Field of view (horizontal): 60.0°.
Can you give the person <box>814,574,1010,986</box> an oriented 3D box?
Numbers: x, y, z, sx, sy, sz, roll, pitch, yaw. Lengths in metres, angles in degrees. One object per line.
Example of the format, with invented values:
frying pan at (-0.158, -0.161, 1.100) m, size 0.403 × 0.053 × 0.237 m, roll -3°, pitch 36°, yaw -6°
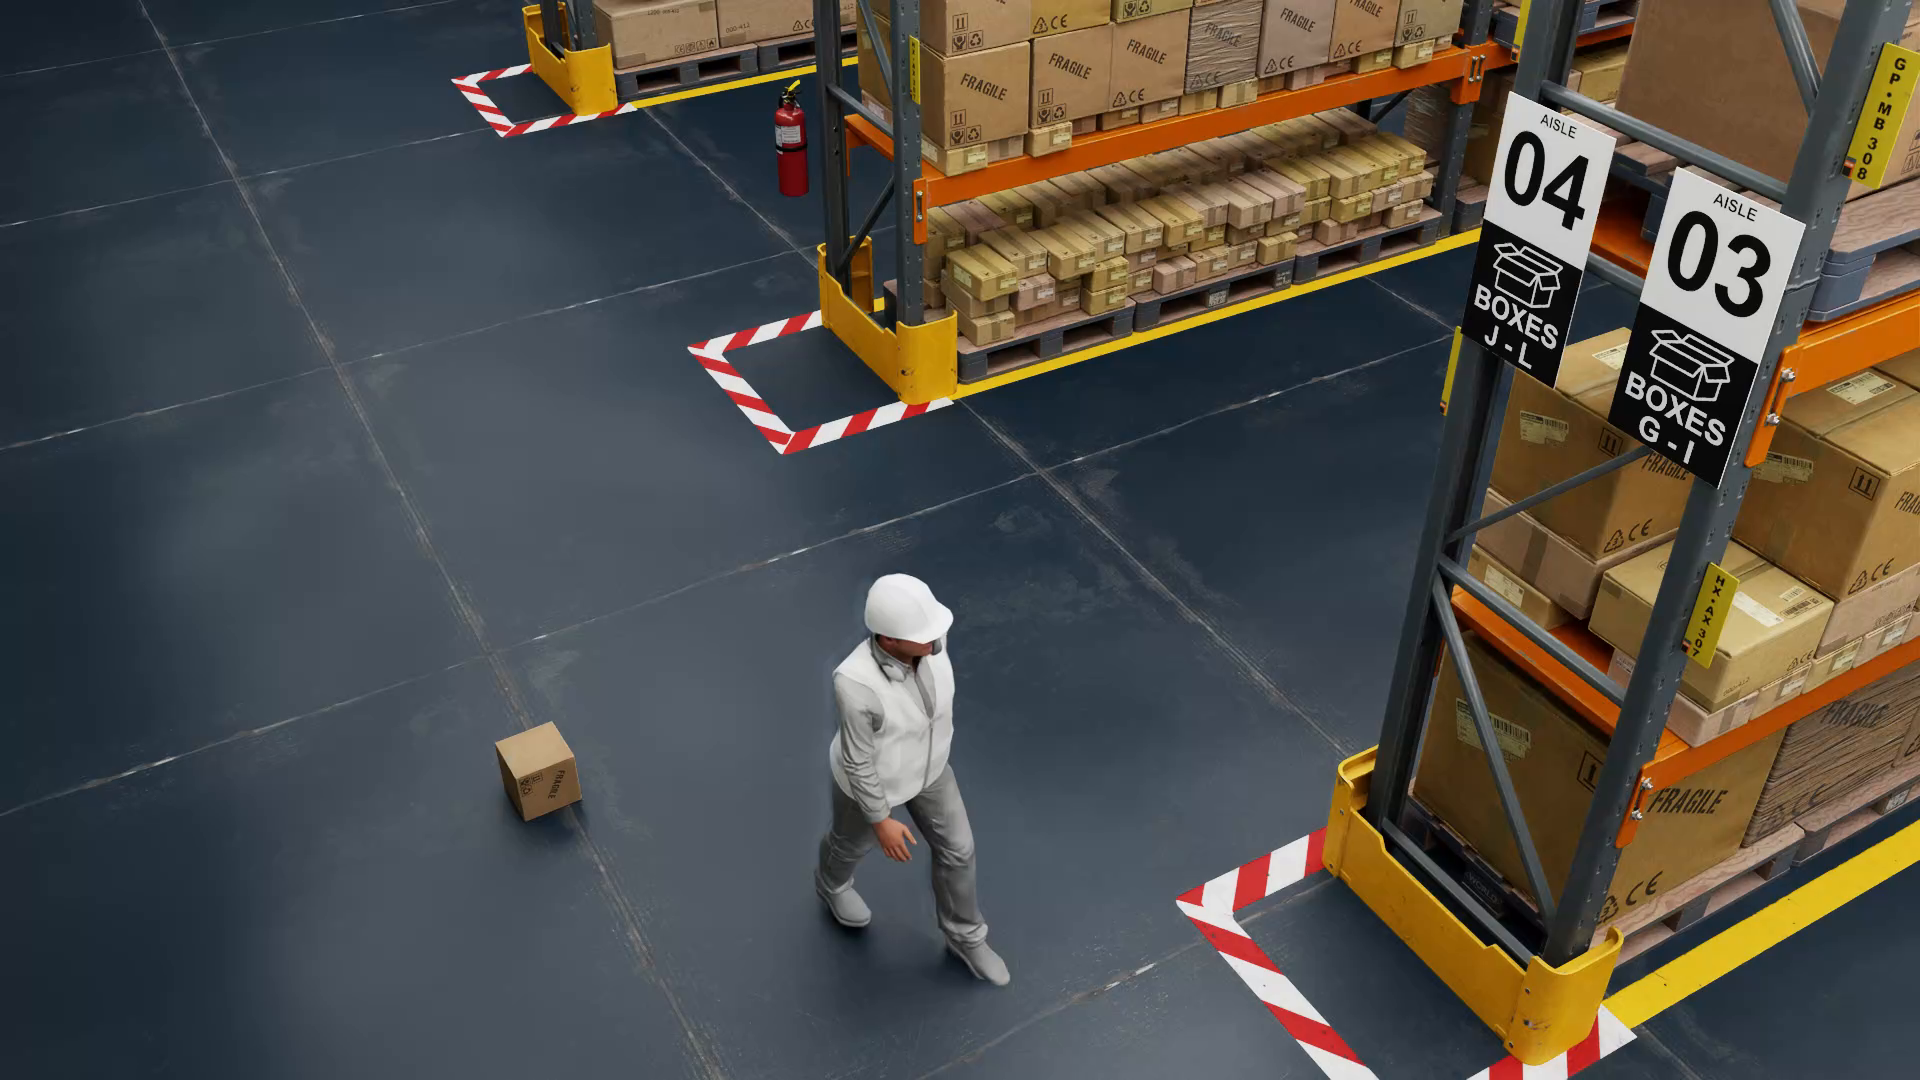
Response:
person at (-0.212, 0.826, 5.825) m, size 0.850 × 1.800 × 0.561 m, roll 30°, pitch 46°, yaw 34°
